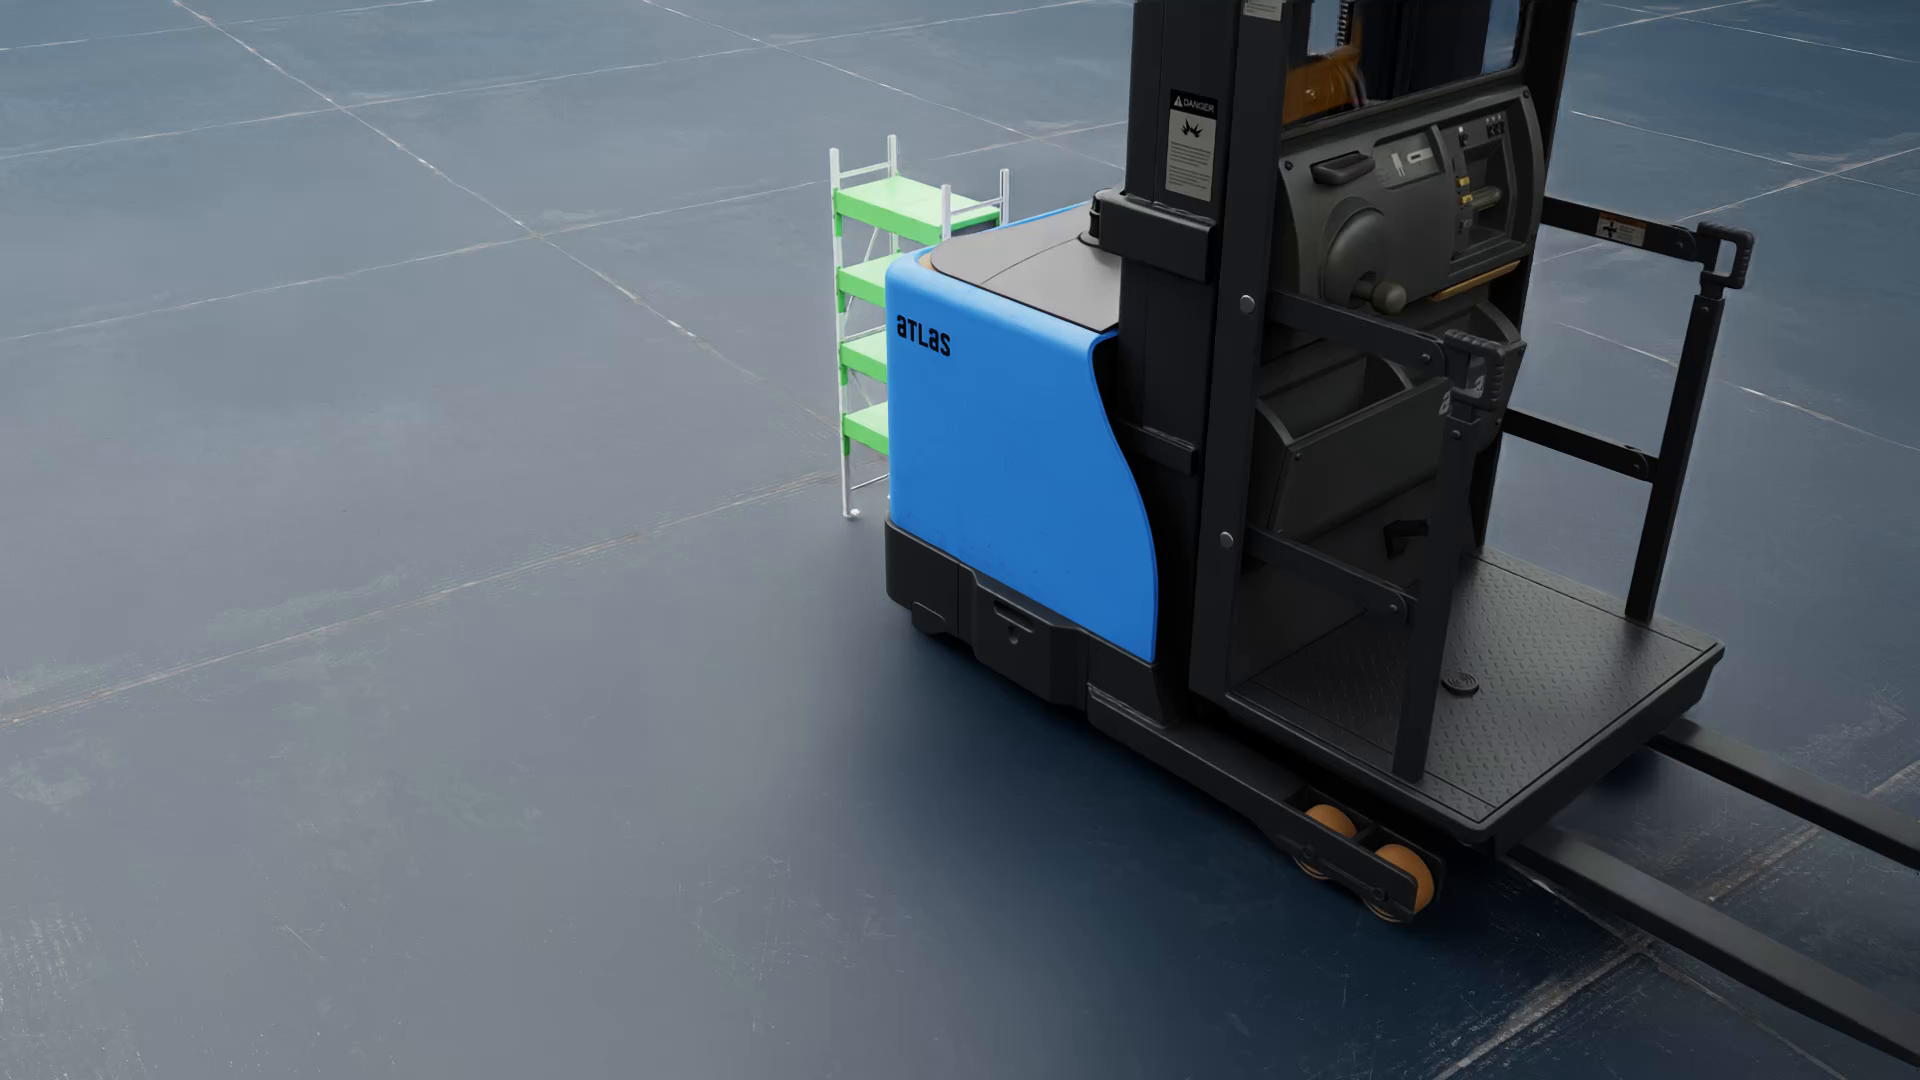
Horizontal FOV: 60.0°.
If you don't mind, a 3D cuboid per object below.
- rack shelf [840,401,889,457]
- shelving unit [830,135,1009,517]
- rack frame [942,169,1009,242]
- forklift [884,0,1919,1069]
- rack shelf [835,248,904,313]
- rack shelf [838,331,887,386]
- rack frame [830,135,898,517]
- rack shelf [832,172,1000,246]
[{"bbox_3d":[-0.120,-0.289,5.161,0.258,0.148,0.480,-23,36,-36],"label":"rack shelf"},{"bbox_3d":[-0.120,-0.556,5.016,0.258,1.200,0.503,-23,36,-36],"label":"shelving unit"},{"bbox_3d":[0.043,-0.469,4.857,0.240,1.200,0.015,-23,36,-36],"label":"rack frame"},{"bbox_3d":[1.146,-0.718,3.500,1.130,2.935,3.031,-23,36,-36],"label":"forklift"},{"bbox_3d":[-0.120,-0.710,4.932,0.258,0.148,0.480,-23,36,-36],"label":"rack shelf"},{"bbox_3d":[-0.120,-0.500,5.046,0.258,0.148,0.480,-23,36,-36],"label":"rack shelf"},{"bbox_3d":[-0.284,-0.642,5.175,0.240,1.200,0.015,-23,36,-36],"label":"rack frame"},{"bbox_3d":[-0.120,-0.921,4.817,0.258,0.148,0.480,-23,36,-36],"label":"rack shelf"}]
